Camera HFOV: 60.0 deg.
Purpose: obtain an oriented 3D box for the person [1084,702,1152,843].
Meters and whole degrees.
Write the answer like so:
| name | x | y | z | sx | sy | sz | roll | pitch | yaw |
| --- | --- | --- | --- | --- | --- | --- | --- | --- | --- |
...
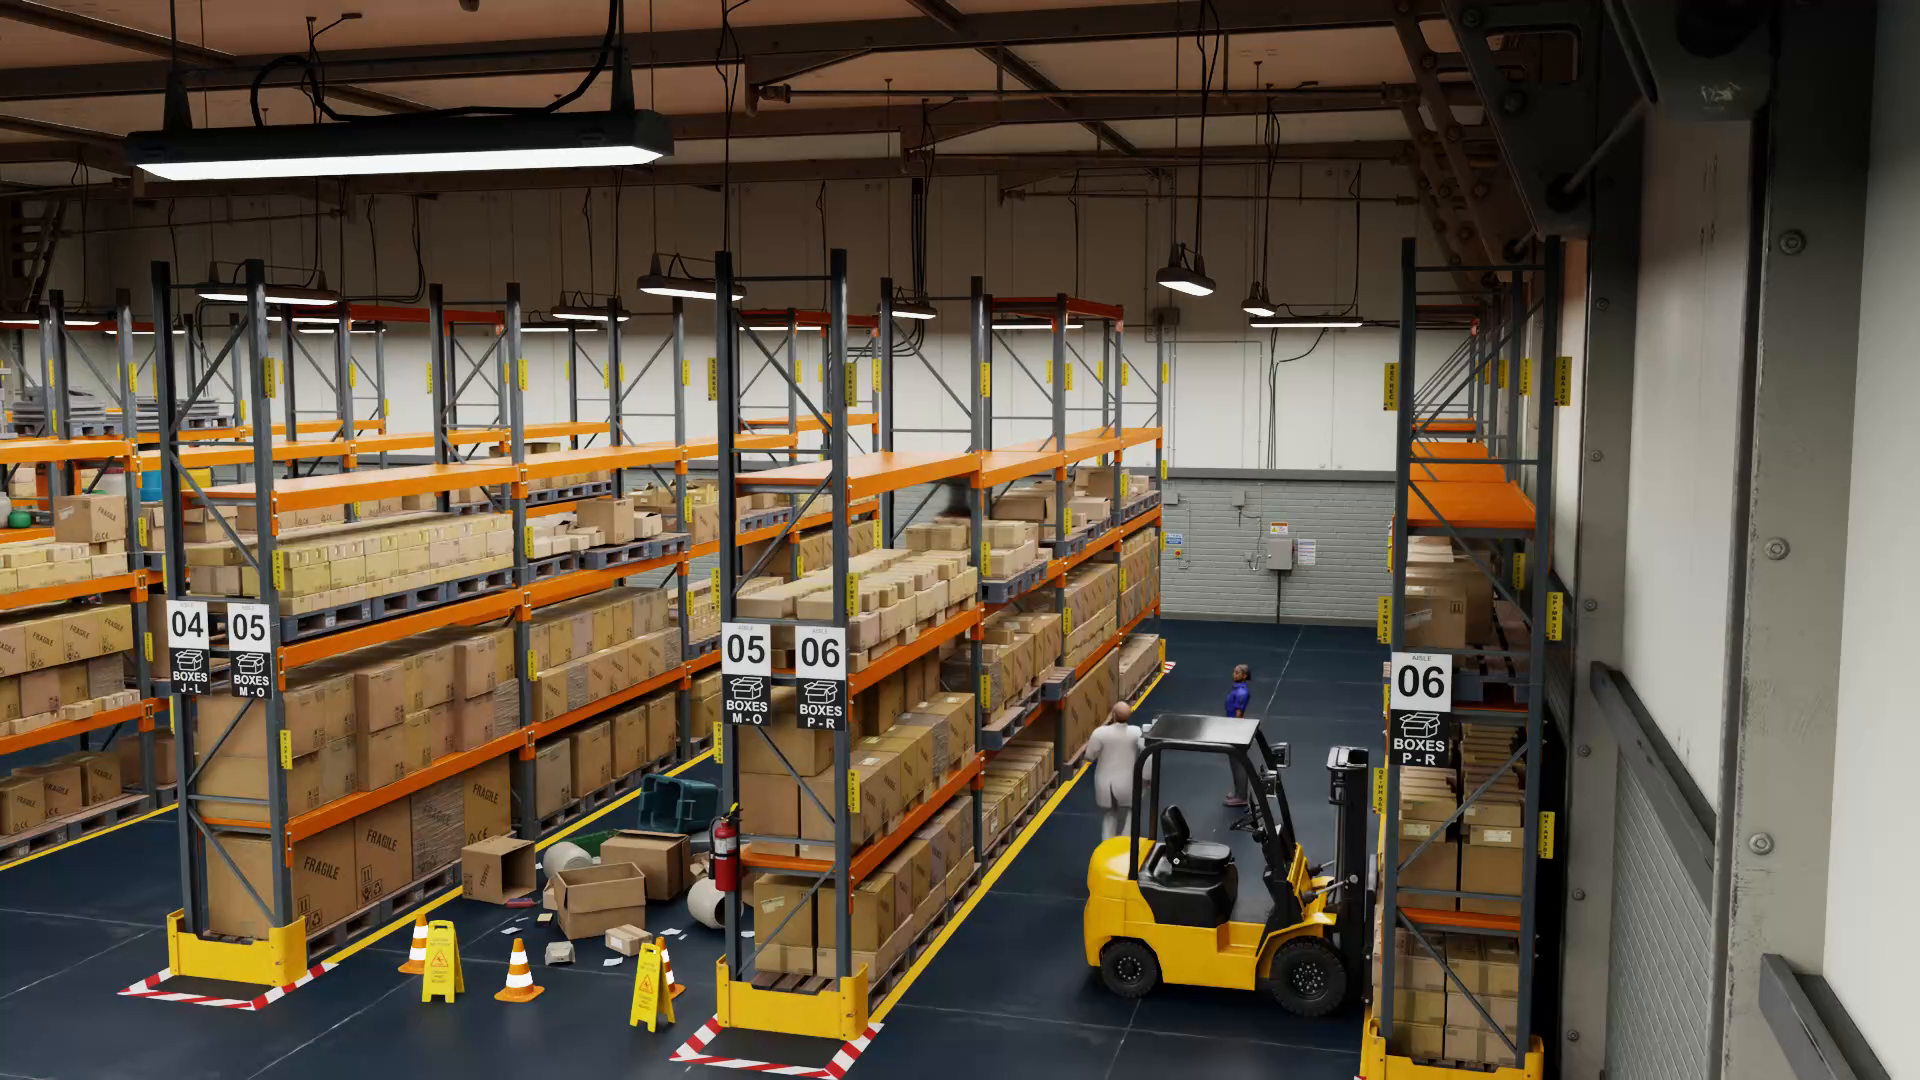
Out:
| name | x | y | z | sx | sy | sz | roll | pitch | yaw |
| --- | --- | --- | --- | --- | --- | --- | --- | --- | --- |
| person | 1.681 | 2.548 | 17.177 | 0.767 | 1.665 | 0.641 | 2 | 6 | 21 |

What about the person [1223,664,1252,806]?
| name | x | y | z | sx | sy | sz | roll | pitch | yaw |
| --- | --- | --- | --- | --- | --- | --- | --- | --- | --- |
| person | 3.251 | 2.285 | 19.543 | 0.333 | 1.650 | 0.528 | 2 | 6 | 21 |
